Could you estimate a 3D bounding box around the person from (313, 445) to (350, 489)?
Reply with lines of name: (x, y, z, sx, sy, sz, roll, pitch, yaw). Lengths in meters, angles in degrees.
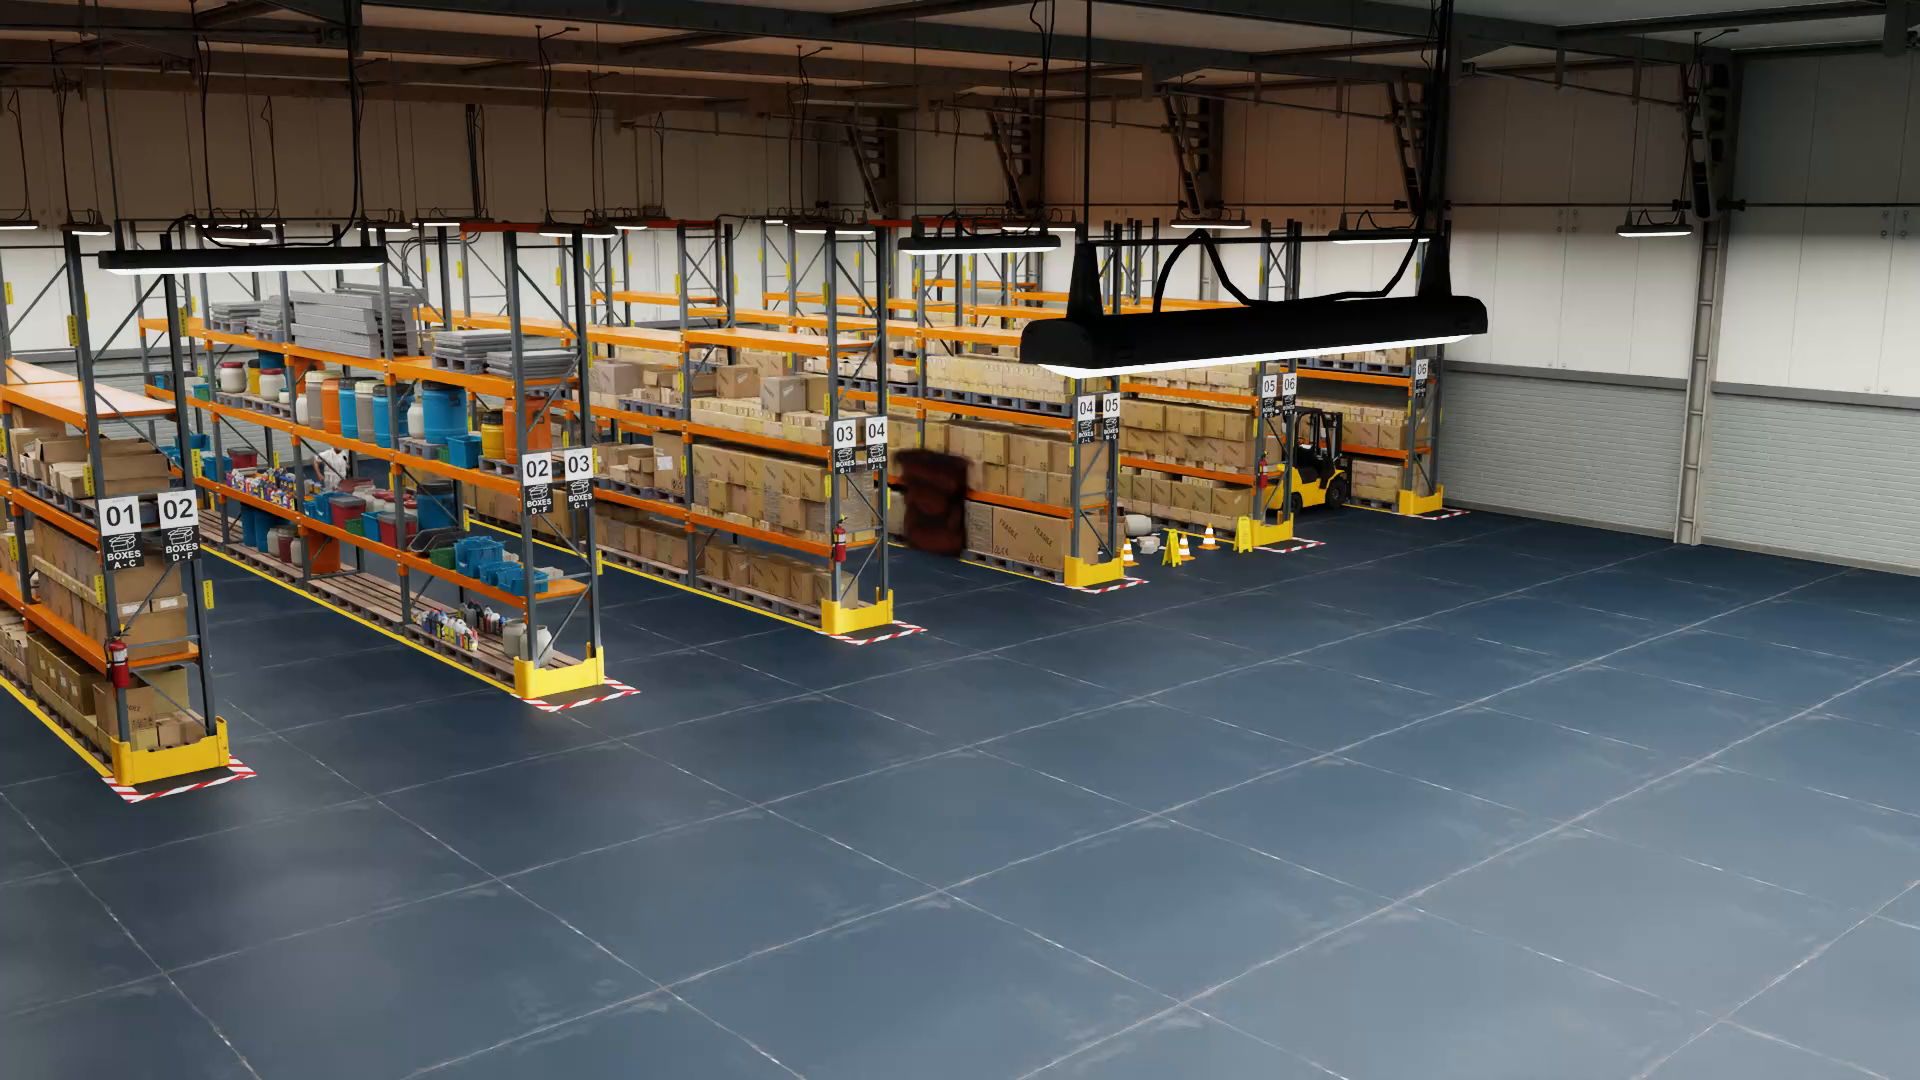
person: (-12.436, -1.169, 33.122, 0.720, 1.736, 0.993, -11, 16, -42)
